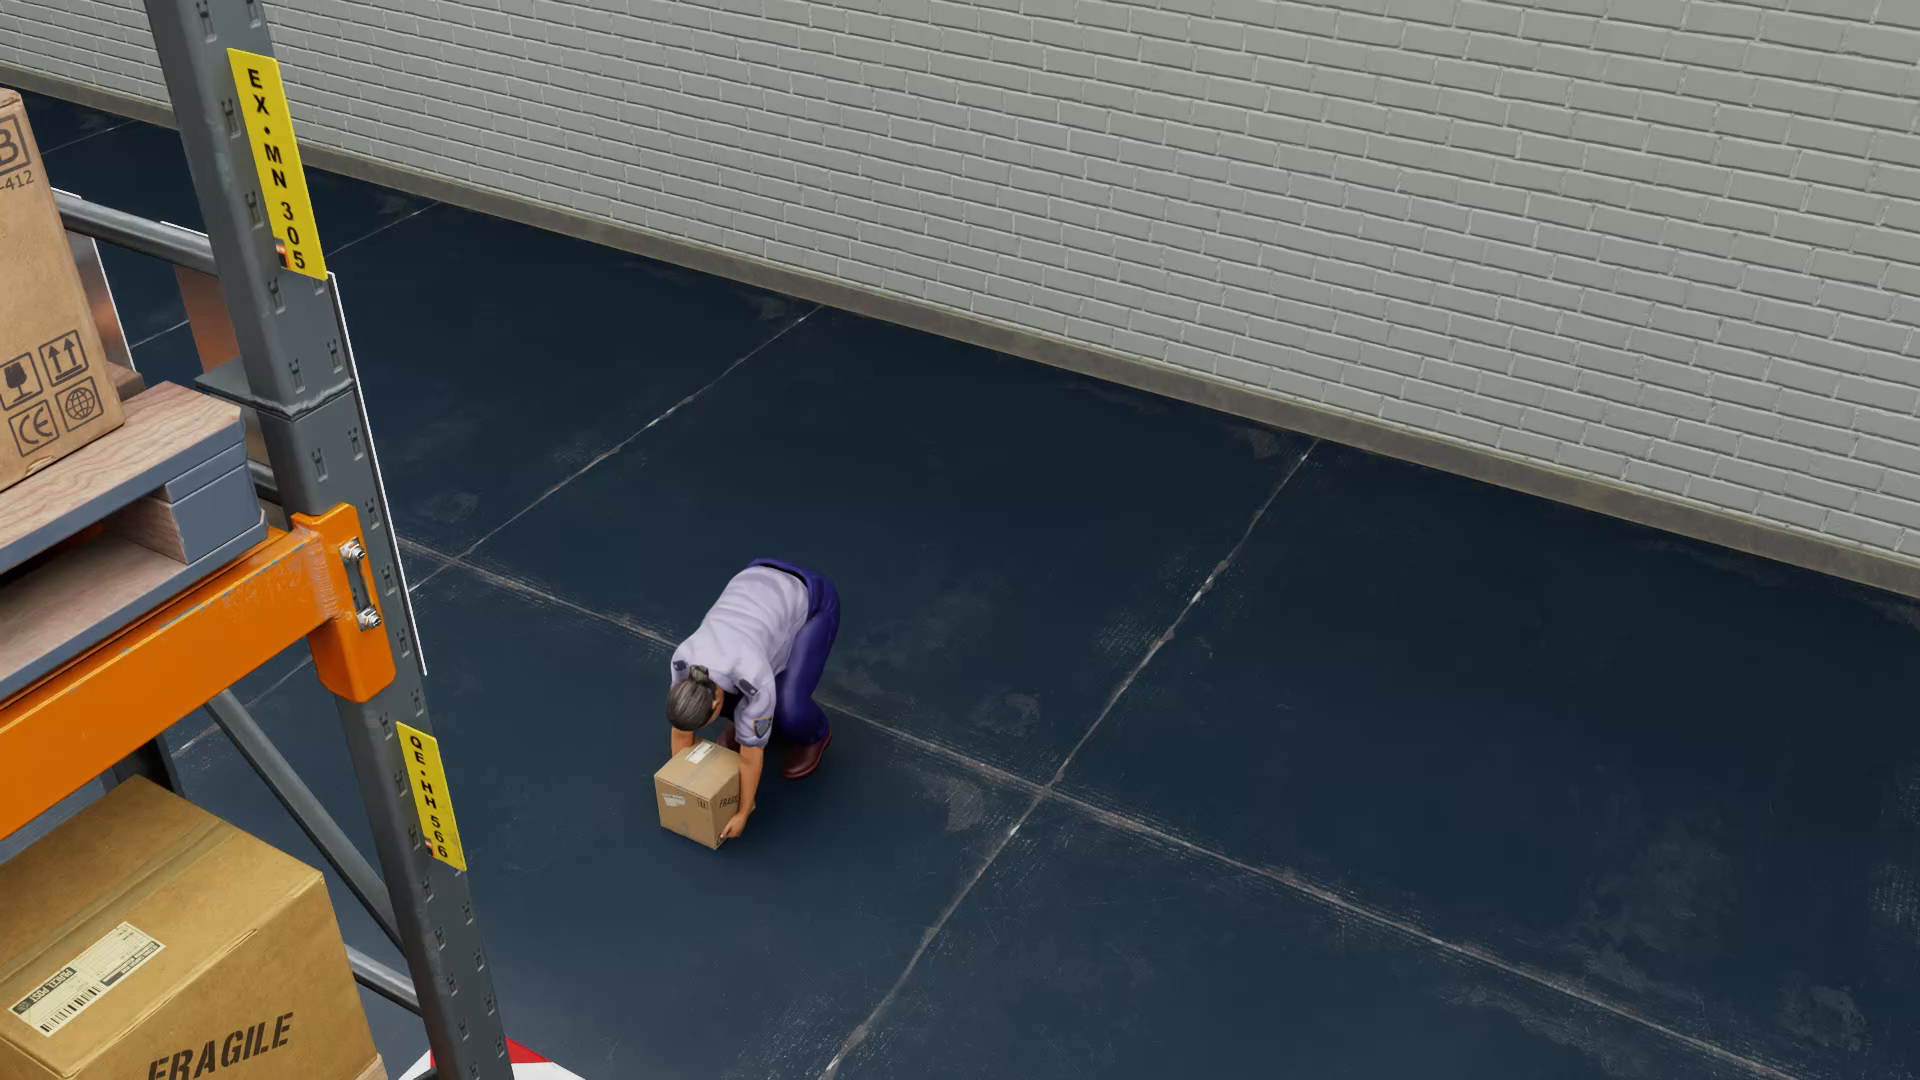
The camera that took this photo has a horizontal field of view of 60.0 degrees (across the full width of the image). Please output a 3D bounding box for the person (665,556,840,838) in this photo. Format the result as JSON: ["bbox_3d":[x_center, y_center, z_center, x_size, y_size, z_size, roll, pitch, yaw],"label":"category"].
[{"bbox_3d":[-0.780,0.561,6.125,0.521,0.784,0.905,17,38,23],"label":"person"}]
